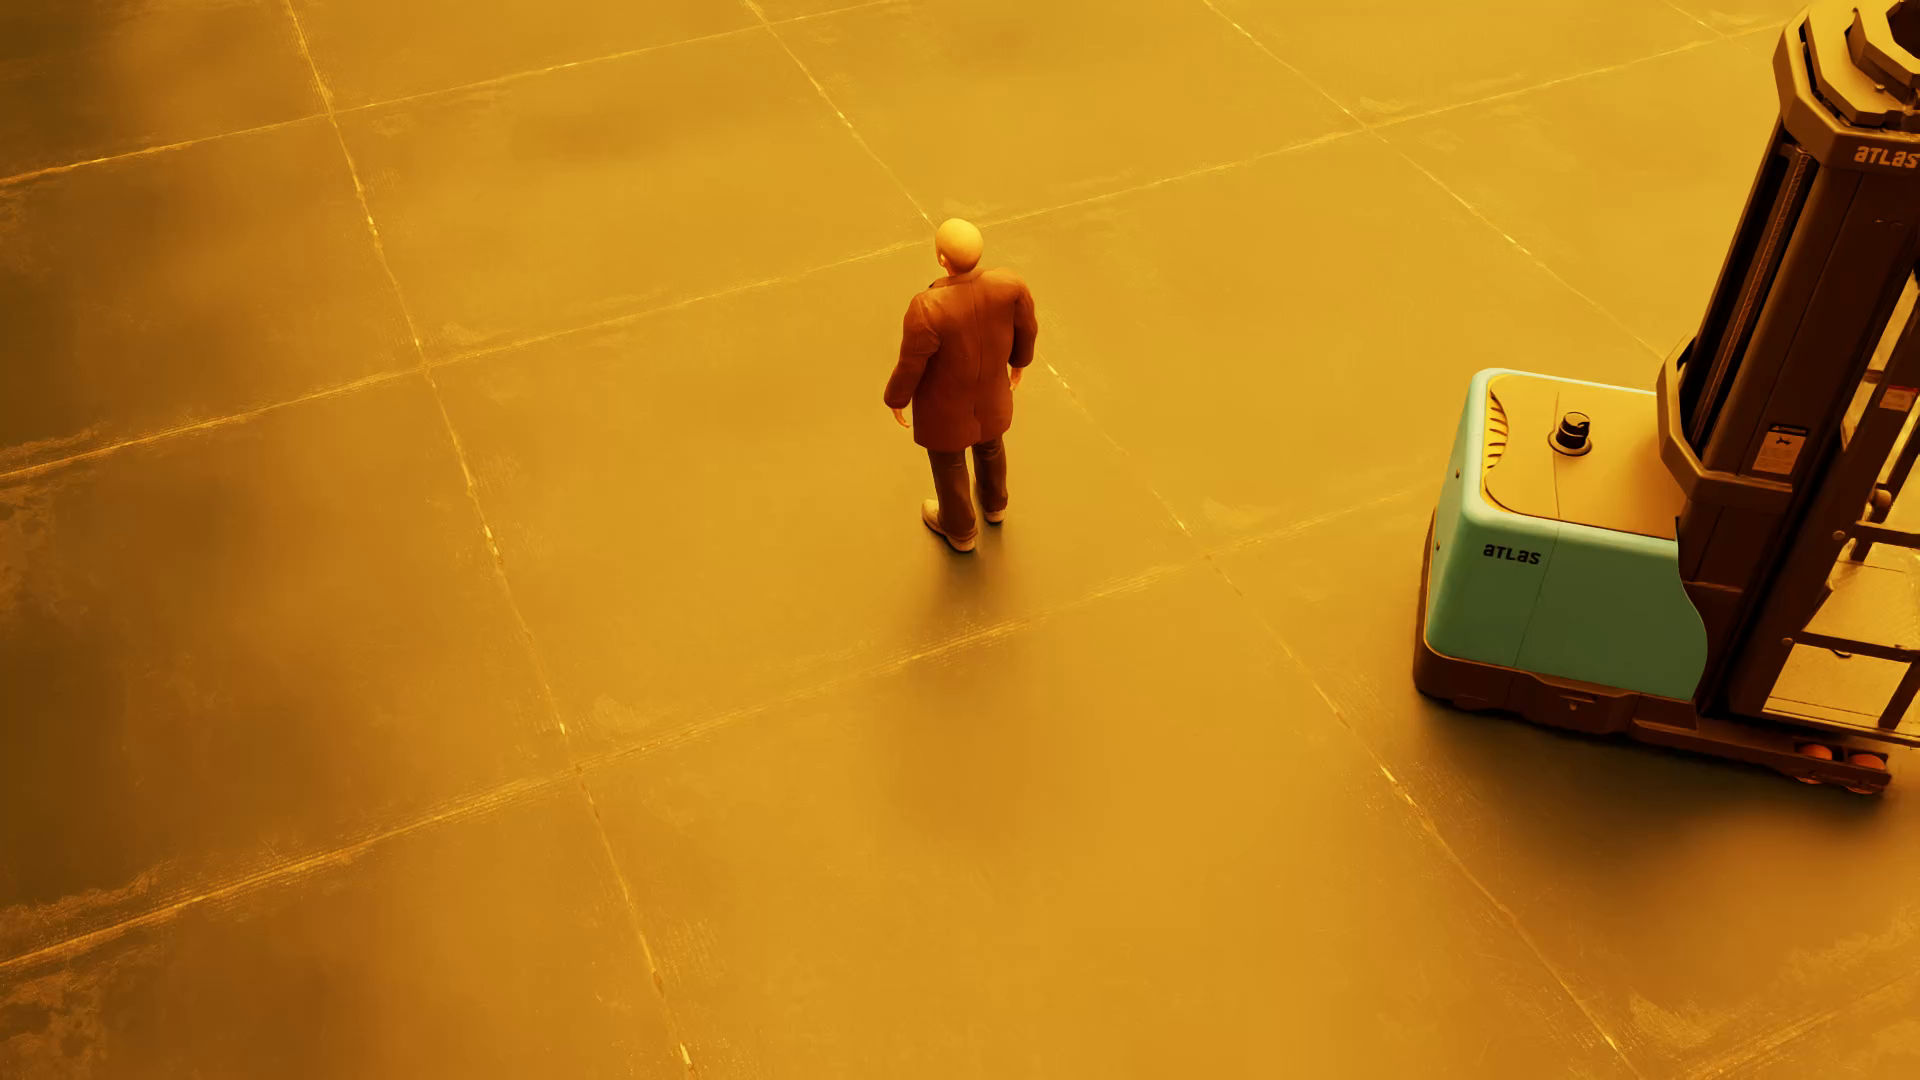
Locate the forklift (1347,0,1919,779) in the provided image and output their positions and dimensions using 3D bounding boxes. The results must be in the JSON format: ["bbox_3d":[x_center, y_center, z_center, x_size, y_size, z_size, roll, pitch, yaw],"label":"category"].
[{"bbox_3d":[3.240,-0.501,6.217,3.031,2.935,1.130,10,44,11],"label":"forklift"}]

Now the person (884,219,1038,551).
[{"bbox_3d":[-0.034,-0.713,7.279,0.695,1.776,0.580,-18,46,-18],"label":"person"}]
